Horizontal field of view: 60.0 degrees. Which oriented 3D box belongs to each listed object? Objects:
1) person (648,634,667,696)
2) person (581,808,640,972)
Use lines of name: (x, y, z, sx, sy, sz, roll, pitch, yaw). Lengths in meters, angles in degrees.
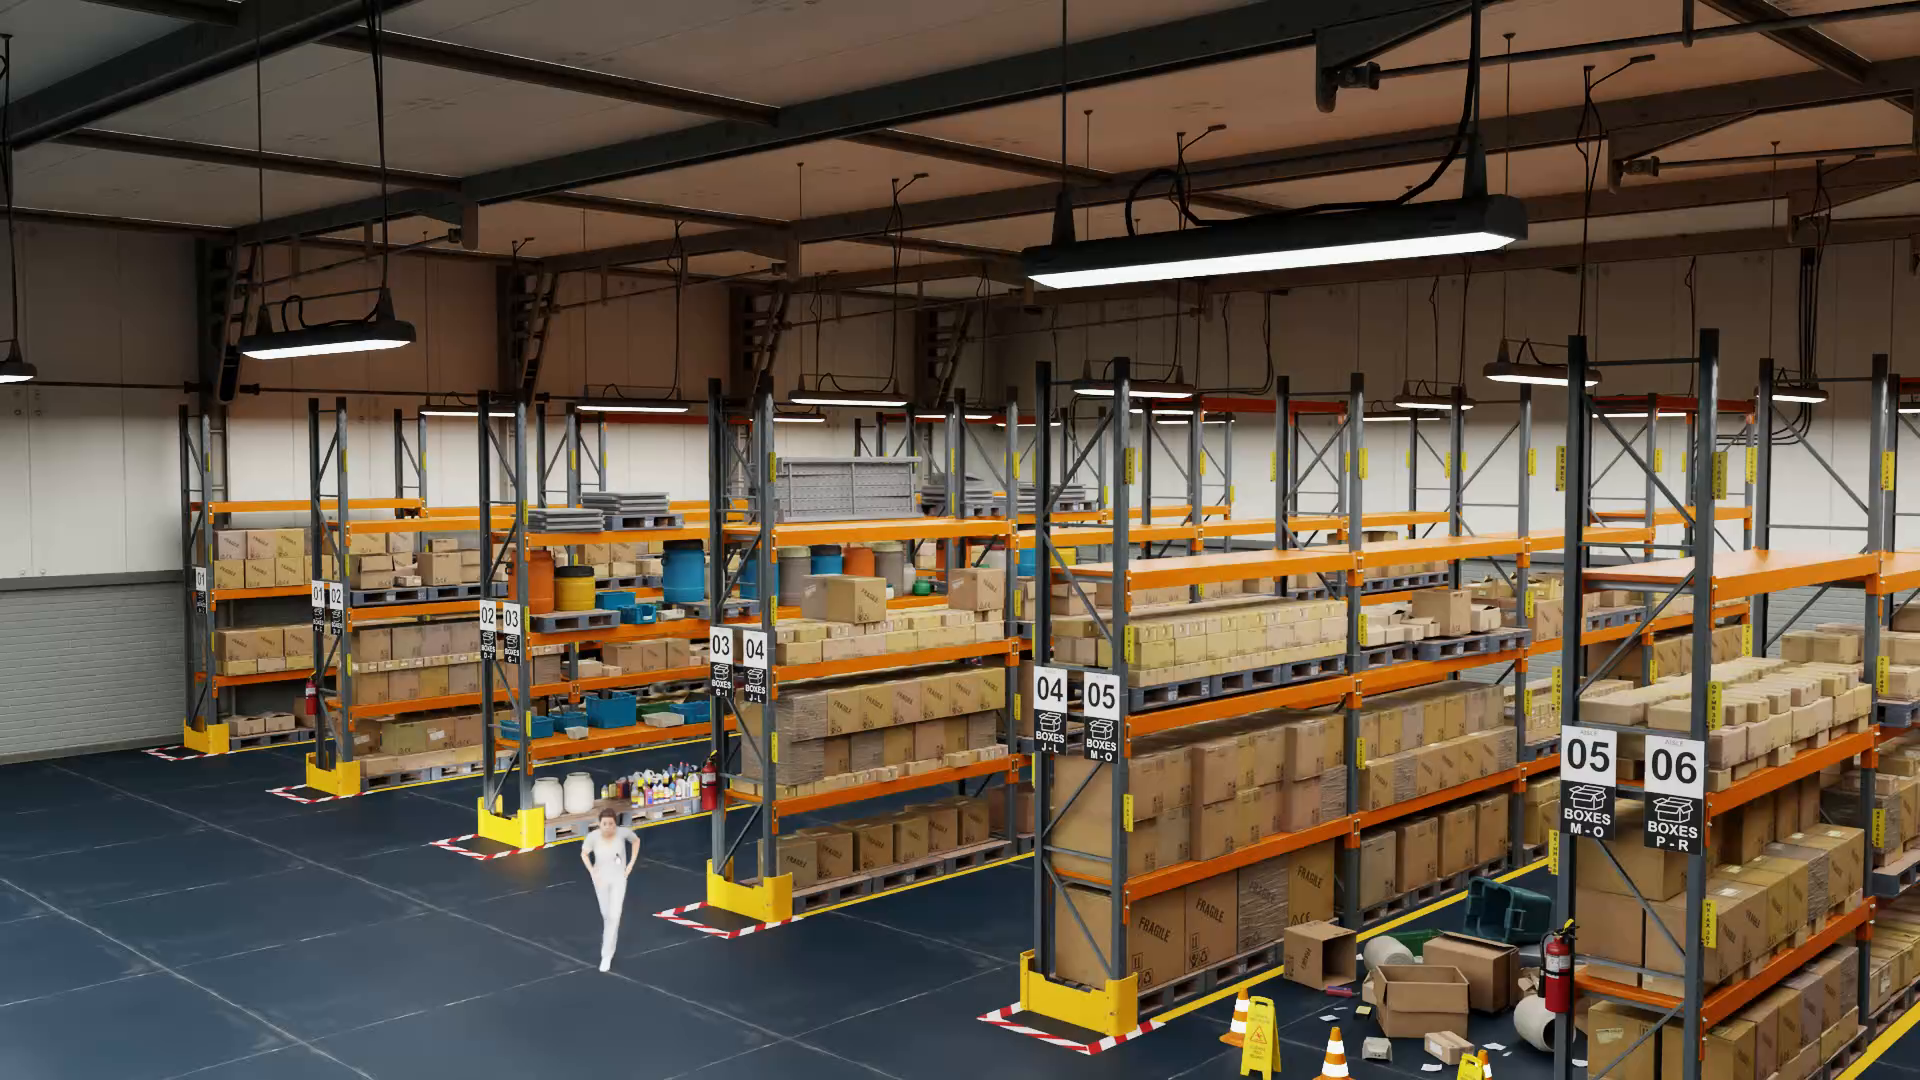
person: (-5.793, 2.603, 31.907, 0.673, 1.843, 0.901, 2, 4, 39)
person: (-3.574, 3.485, 17.015, 0.590, 1.625, 0.990, -1, 3, -14)
